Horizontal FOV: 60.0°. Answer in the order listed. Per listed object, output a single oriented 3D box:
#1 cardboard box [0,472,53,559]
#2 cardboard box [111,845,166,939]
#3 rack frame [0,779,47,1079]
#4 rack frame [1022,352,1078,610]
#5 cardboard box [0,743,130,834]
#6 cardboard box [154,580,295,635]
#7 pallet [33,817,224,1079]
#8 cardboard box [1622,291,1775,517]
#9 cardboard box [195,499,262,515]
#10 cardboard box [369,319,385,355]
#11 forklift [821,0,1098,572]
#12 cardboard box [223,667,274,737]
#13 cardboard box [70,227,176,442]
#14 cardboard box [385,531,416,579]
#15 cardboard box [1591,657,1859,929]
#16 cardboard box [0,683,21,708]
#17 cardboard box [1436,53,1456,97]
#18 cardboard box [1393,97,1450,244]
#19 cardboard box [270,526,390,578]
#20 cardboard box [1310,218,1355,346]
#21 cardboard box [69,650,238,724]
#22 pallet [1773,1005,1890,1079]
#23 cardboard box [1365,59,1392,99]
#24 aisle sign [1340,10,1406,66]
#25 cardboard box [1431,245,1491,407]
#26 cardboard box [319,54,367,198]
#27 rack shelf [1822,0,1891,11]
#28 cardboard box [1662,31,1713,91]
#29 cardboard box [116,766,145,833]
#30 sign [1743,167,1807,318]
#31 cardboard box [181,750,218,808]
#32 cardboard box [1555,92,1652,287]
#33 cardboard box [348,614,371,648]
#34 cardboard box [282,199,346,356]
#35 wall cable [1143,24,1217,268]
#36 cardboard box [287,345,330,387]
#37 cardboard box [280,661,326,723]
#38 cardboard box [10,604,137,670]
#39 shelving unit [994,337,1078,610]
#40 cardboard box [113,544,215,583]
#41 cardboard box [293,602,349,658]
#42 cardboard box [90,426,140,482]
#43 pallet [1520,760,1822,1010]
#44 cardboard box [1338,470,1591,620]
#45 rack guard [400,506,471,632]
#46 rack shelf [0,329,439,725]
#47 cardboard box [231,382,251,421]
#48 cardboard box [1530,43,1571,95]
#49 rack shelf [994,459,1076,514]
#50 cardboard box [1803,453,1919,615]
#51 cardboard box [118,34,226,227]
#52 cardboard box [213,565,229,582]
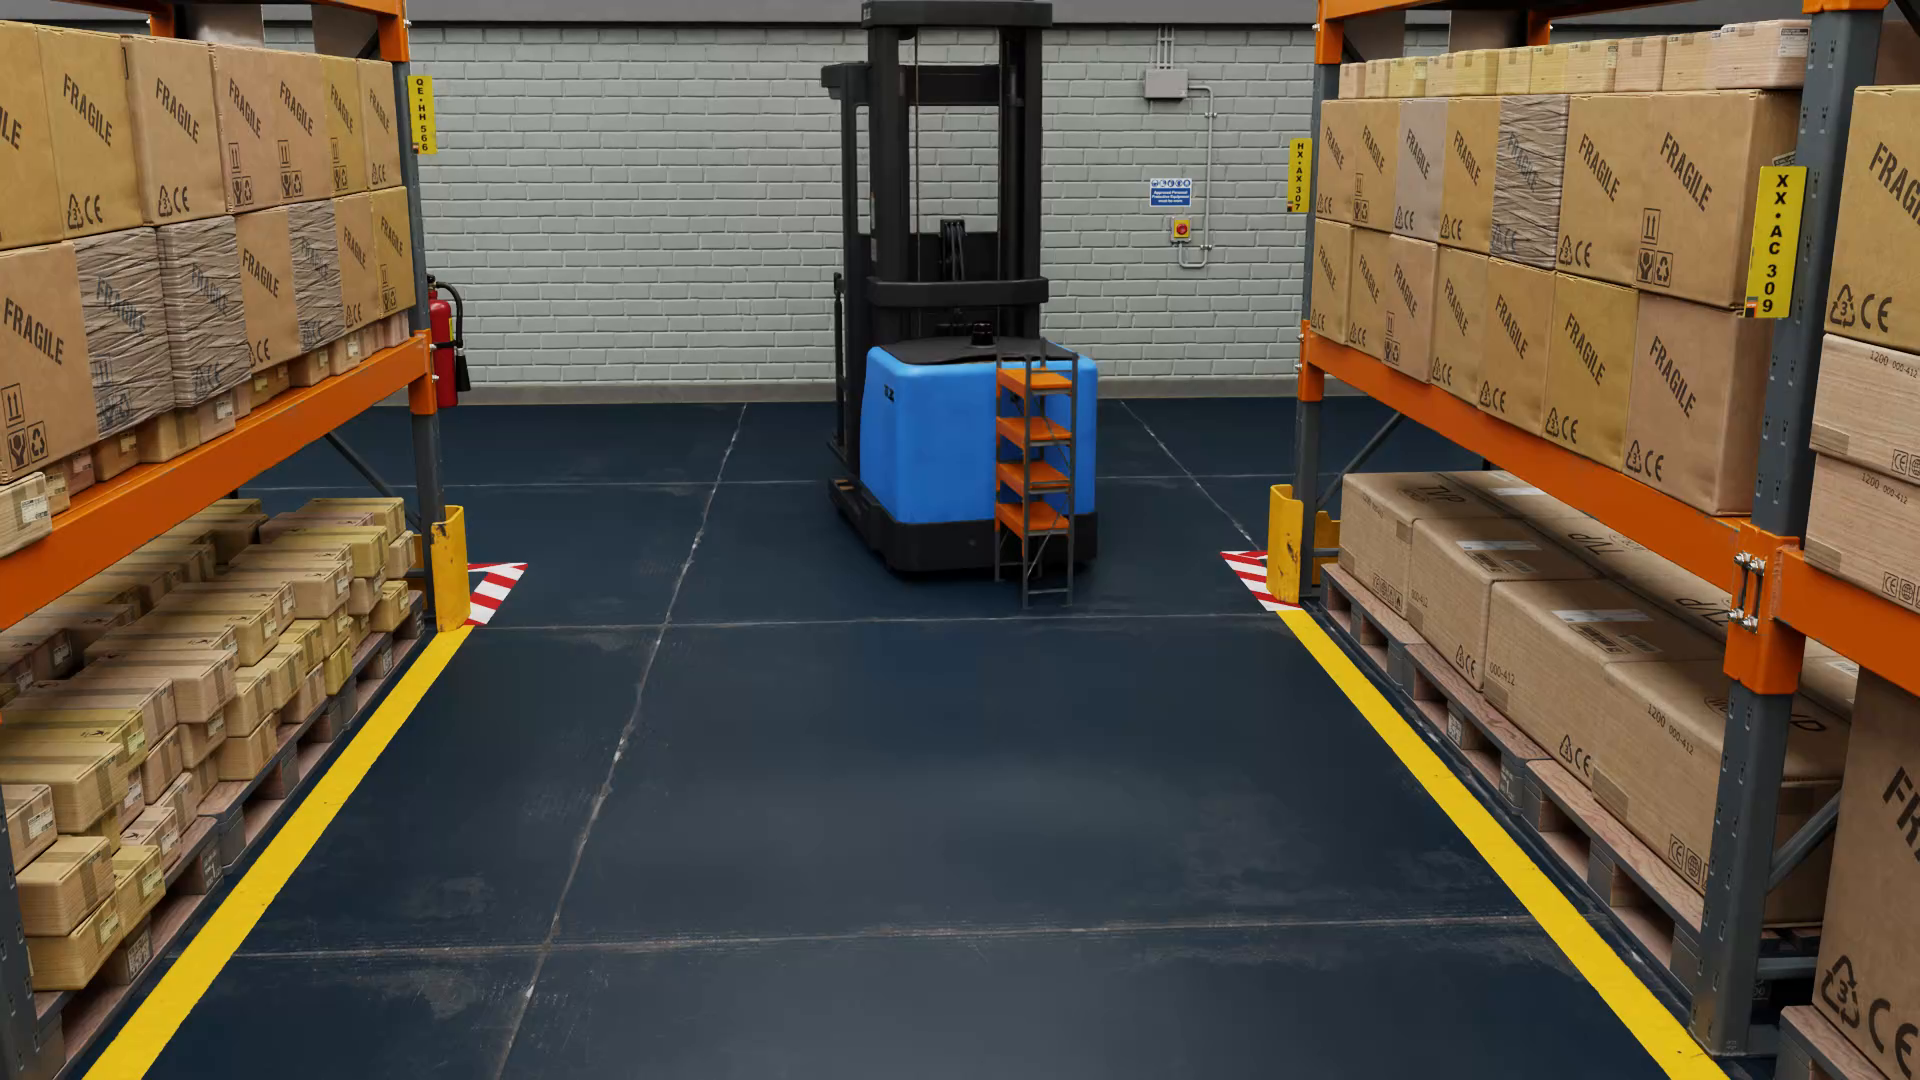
[{"bbox_3d":[-2.290,-0.054,3.719,0.380,0.149,0.250,0,14,-1],"label":"cardboard box"},{"bbox_3d":[-2.317,0.916,4.326,0.380,0.149,0.250,0,14,-2],"label":"cardboard box"},{"bbox_3d":[-2.602,-0.100,3.394,0.949,2.616,0.053,-1,14,-3],"label":"rack frame"},{"bbox_3d":[0.411,-0.260,7.628,0.240,1.200,0.015,-4,16,-14],"label":"rack frame"},{"bbox_3d":[-2.371,0.631,4.238,0.380,0.149,0.250,0,14,-1],"label":"cardboard box"},{"bbox_3d":[-2.529,0.247,5.732,0.380,0.149,0.250,-1,14,-5],"label":"cardboard box"},{"bbox_3d":[-2.676,1.084,4.389,1.003,0.211,1.213,-1,14,-3],"label":"pallet"},{"bbox_3d":[2.052,-0.361,4.209,0.500,0.500,0.500,-1,14,-3],"label":"cardboard box"},{"bbox_3d":[-3.153,-0.070,6.963,0.380,0.149,0.250,-2,15,-6],"label":"cardboard box"},{"bbox_3d":[-2.566,-0.834,6.751,0.380,0.149,0.250,-1,14,-4],"label":"cardboard box"},{"bbox_3d":[-0.153,-1.586,9.310,1.130,2.935,3.031,-3,15,-13],"label":"forklift"},{"bbox_3d":[-2.418,0.517,5.278,0.380,0.149,0.250,-1,14,-4],"label":"cardboard box"},{"bbox_3d":[-2.416,-0.542,4.316,0.500,0.500,0.500,-1,14,-3],"label":"cardboard box"},{"bbox_3d":[-2.529,0.066,7.033,0.380,0.149,0.250,-1,14,-5],"label":"cardboard box"},{"bbox_3d":[2.404,0.678,4.669,0.875,0.438,0.875,-1,14,-4],"label":"cardboard box"},{"bbox_3d":[-2.897,0.514,4.692,0.380,0.149,0.250,0,14,-2],"label":"cardboard box"},{"bbox_3d":[1.899,-1.627,5.823,0.380,0.149,0.250,-1,14,-3],"label":"cardboard box"},{"bbox_3d":[1.912,-1.349,6.041,0.500,0.500,0.500,-1,14,-4],"label":"cardboard box"},{"bbox_3d":[-2.460,0.048,6.504,0.380,0.149,0.250,-1,14,-5],"label":"cardboard box"},{"bbox_3d":[1.831,-1.121,7.162,0.500,0.500,0.500,-1,14,-4],"label":"cardboard box"},{"bbox_3d":[-2.409,0.440,4.981,0.380,0.149,0.250,-1,14,-2],"label":"cardboard box"},{"bbox_3d":[2.458,1.340,3.395,1.003,0.211,1.213,-1,14,-3],"label":"pallet"},{"bbox_3d":[1.822,-1.820,6.570,0.380,0.149,0.250,0,14,-2],"label":"cardboard box"},{"bbox_3d":[1.794,-2.468,7.384,0.394,0.787,0.004,-1,14,-3],"label":"aisle sign"},{"bbox_3d":[1.951,-0.744,5.698,0.500,0.500,0.500,0,14,-2],"label":"cardboard box"},{"bbox_3d":[-2.539,-1.535,6.169,0.500,0.500,0.500,-1,14,-5],"label":"cardboard box"},{"bbox_3d":[2.459,-0.808,1.572,1.077,0.370,4.000,-1,14,-3],"label":"rack shelf"},{"bbox_3d":[2.085,-1.249,4.353,0.380,0.149,0.250,-1,14,-3],"label":"cardboard box"},{"bbox_3d":[-2.458,0.717,4.502,0.380,0.149,0.250,-1,14,-4],"label":"cardboard box"},{"bbox_3d":[1.782,-0.650,3.636,0.100,0.325,0.005,-1,14,-3],"label":"sign"},{"bbox_3d":[-2.502,0.726,5.063,0.380,0.149,0.250,-2,15,-6],"label":"cardboard box"},{"bbox_3d":[2.007,-0.973,4.582,0.500,0.500,0.500,-1,14,-4],"label":"cardboard box"},{"bbox_3d":[-2.558,0.340,6.564,0.380,0.149,0.250,-1,14,-4],"label":"cardboard box"},{"bbox_3d":[-2.494,-0.925,5.805,0.500,0.500,0.500,-1,14,-3],"label":"cardboard box"},{"bbox_3d":[1.715,-3.105,12.974,0.585,1.953,0.123,-1,14,-3],"label":"wall cable"},{"bbox_3d":[-2.510,-0.642,6.008,0.380,0.149,0.250,-2,15,-6],"label":"cardboard box"},{"bbox_3d":[-2.455,0.532,5.818,0.380,0.149,0.250,-1,14,-2],"label":"cardboard box"},{"bbox_3d":[-2.941,0.318,5.454,0.380,0.149,0.250,-1,14,-3],"label":"cardboard box"},{"bbox_3d":[0.351,-0.322,7.857,0.258,1.200,0.503,-4,16,-14],"label":"shelving unit"},{"bbox_3d":[-3.030,0.122,6.217,0.380,0.149,0.250,-2,15,-6],"label":"cardboard box"},{"bbox_3d":[-2.450,0.323,6.031,0.380,0.149,0.250,-1,14,-3],"label":"cardboard box"},{"bbox_3d":[-2.460,-0.250,4.482,0.380,0.149,0.250,-2,15,-6],"label":"cardboard box"},{"bbox_3d":[2.366,0.959,4.876,1.003,0.211,1.213,-1,14,-3],"label":"pallet"},{"bbox_3d":[2.228,0.004,7.290,0.875,0.438,0.875,-1,14,-5],"label":"cardboard box"},{"bbox_3d":[-2.842,0.135,7.499,1.175,0.500,0.348,-1,14,-3],"label":"rack guard"},{"bbox_3d":[-2.723,-0.249,5.417,1.077,0.370,4.000,-1,14,-3],"label":"rack shelf"},{"bbox_3d":[-2.483,-0.446,5.245,0.380,0.149,0.250,0,14,-1],"label":"cardboard box"},{"bbox_3d":[1.983,-1.439,5.089,0.380,0.149,0.250,-1,14,-5],"label":"cardboard box"},{"bbox_3d":[0.351,-0.257,7.874,0.258,0.148,0.480,-4,16,-14],"label":"rack shelf"},{"bbox_3d":[2.099,-0.015,3.366,0.500,0.250,0.500,-1,14,-5],"label":"cardboard box"},{"bbox_3d":[-2.431,-1.147,4.660,0.500,0.500,0.500,-1,14,-3],"label":"cardboard box"},{"bbox_3d":[-3.006,0.201,6.505,0.380,0.149,0.250,-1,14,-3],"label":"cardboard box"}]
